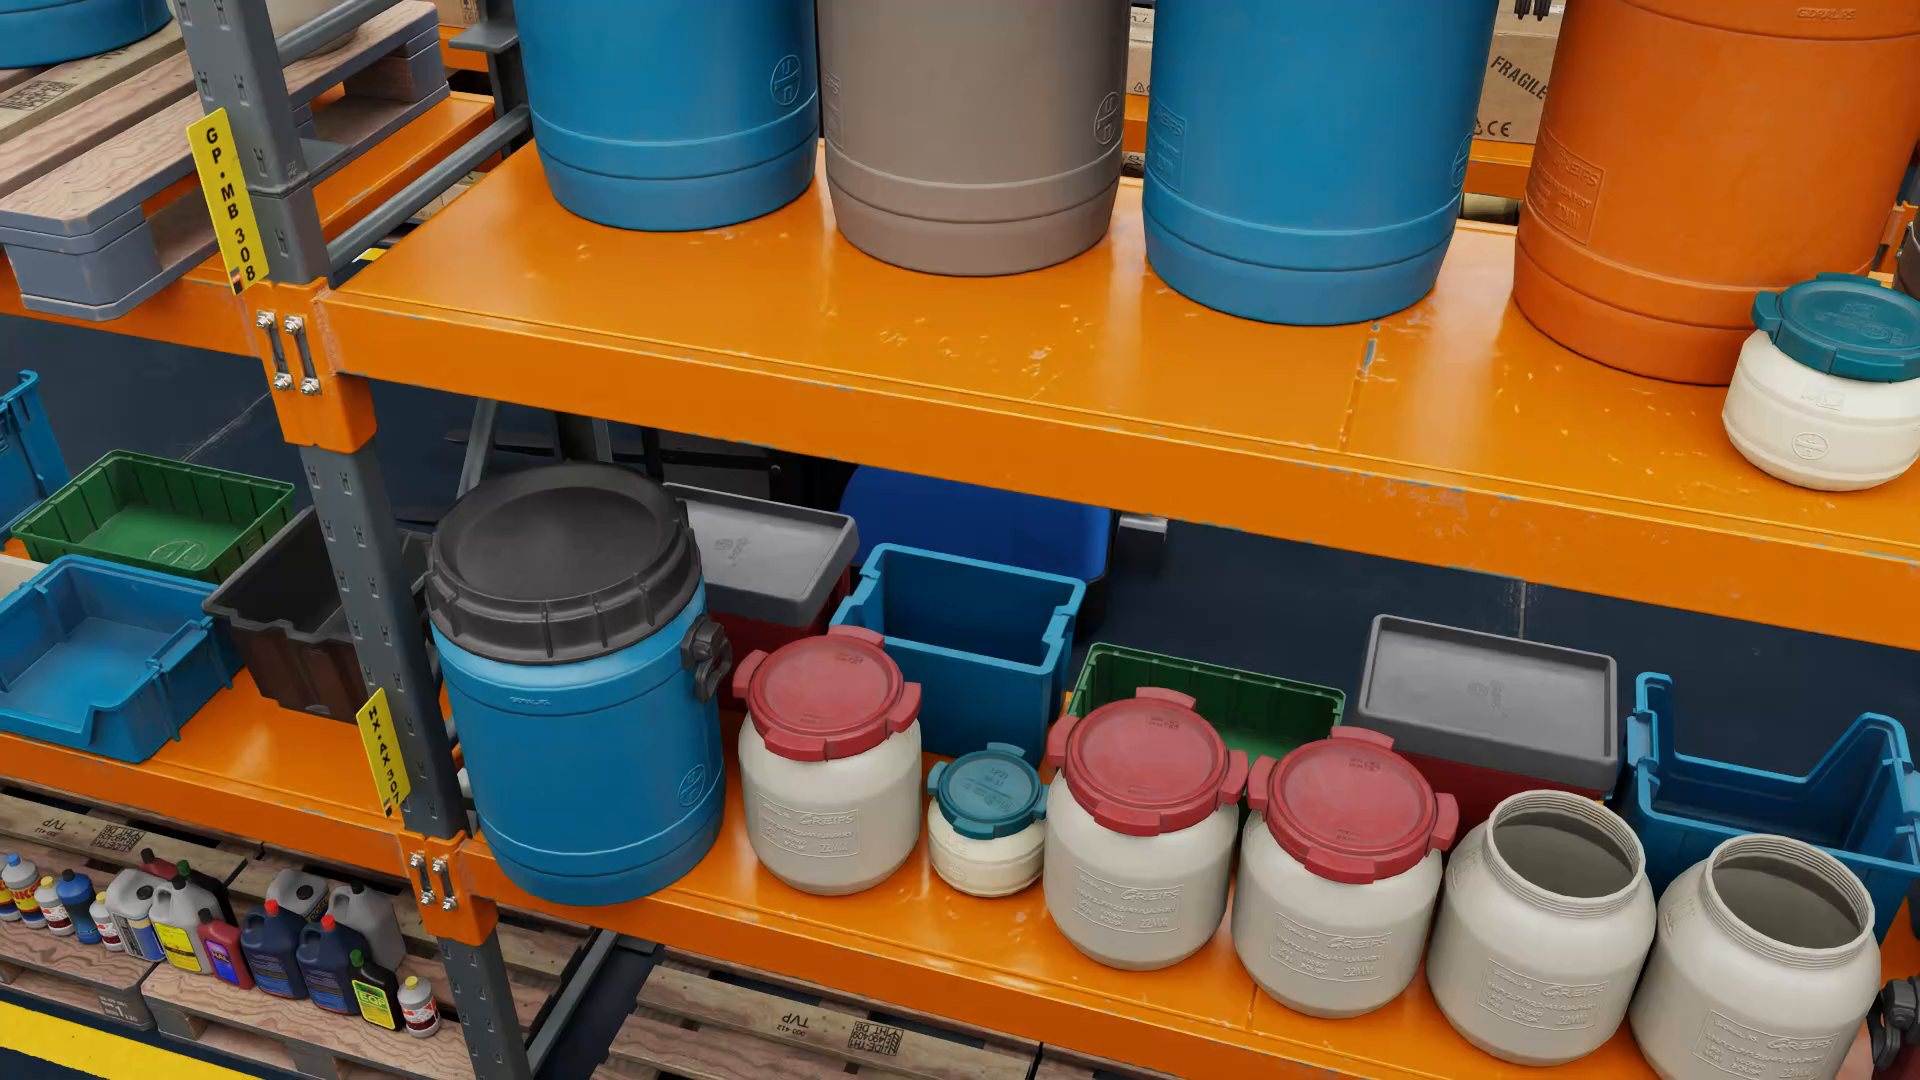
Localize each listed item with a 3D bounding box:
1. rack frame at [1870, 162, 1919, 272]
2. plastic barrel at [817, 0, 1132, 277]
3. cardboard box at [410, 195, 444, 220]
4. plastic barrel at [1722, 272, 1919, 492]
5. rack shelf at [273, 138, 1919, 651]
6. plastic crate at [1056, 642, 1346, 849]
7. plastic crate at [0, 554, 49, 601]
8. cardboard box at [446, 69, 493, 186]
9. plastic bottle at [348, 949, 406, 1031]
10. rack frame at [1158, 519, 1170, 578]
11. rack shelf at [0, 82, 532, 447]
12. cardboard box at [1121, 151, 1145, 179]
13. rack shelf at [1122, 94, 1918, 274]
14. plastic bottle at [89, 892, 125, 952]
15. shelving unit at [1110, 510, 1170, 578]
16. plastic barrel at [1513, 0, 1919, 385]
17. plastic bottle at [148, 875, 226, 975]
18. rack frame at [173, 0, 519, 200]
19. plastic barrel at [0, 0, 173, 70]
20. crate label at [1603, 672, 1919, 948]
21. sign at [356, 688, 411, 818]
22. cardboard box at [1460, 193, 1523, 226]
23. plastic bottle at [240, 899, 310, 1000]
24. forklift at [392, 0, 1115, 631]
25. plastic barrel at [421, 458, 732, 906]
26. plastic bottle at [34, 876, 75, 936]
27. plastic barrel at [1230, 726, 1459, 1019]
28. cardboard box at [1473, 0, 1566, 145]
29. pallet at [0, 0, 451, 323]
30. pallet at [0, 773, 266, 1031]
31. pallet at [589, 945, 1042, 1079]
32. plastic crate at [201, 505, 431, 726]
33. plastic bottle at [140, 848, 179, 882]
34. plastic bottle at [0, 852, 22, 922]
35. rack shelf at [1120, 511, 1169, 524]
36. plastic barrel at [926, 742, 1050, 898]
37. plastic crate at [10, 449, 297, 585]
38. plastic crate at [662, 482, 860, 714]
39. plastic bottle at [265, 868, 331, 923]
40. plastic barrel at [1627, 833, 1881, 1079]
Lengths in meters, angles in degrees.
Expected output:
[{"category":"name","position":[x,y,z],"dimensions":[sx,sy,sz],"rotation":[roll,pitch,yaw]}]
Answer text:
[{"category":"rack frame","position":[4.151,-1.801,7.167],"dimensions":[0.127,3.000,1.000],"rotation":[10,38,14]},{"category":"plastic barrel","position":[0.027,-1.034,3.171],"dimensions":[0.600,0.901,0.600],"rotation":[0,36,0]},{"category":"cardboard box","position":[-3.039,-2.057,9.479],"dimensions":[0.500,0.250,0.500],"rotation":[10,38,14]},{"category":"plastic barrel","position":[1.387,-0.245,2.638],"dimensions":[0.301,0.262,0.301],"rotation":[0,36,0]},{"category":"rack shelf","position":[0.762,-0.271,3.165],"dimensions":[4.000,0.370,1.077],"rotation":[10,38,14]},{"category":"plastic crate","position":[0.599,0.527,4.182],"dimensions":[0.662,0.188,0.450],"rotation":[10,38,14]},{"category":"plastic crate","position":[-2.773,0.256,4.594],"dimensions":[0.437,0.136,0.530],"rotation":[10,38,14]},{"category":"cardboard box","position":[-2.561,-2.271,9.138],"dimensions":[0.500,0.500,0.500],"rotation":[10,38,14]},{"category":"plastic bottle","position":[-1.705,1.312,4.858],"dimensions":[0.133,0.283,0.061],"rotation":[12,38,16]},{"category":"rack frame","position":[0.892,-0.267,6.854],"dimensions":[0.006,0.900,0.240],"rotation":[9,37,6]},{"category":"rack shelf","position":[-3.056,-0.978,4.125],"dimensions":[4.000,0.370,1.077],"rotation":[10,38,14]},{"category":"cardboard box","position":[0.805,-1.887,8.775],"dimensions":[0.500,0.311,0.500],"rotation":[10,38,14]},{"category":"rack shelf","position":[2.242,-1.865,7.861],"dimensions":[4.000,0.370,1.077],"rotation":[10,38,14]},{"category":"plastic bottle","position":[-2.614,1.165,5.126],"dimensions":[0.097,0.201,0.097],"rotation":[0,36,0]},{"category":"shelving unit","position":[0.792,-0.283,6.865],"dimensions":[0.210,0.900,0.258],"rotation":[9,37,6]},{"category":"plastic barrel","position":[1.327,-0.764,2.865],"dimensions":[0.708,0.830,0.600],"rotation":[10,38,14]},{"category":"plastic bottle","position":[-2.339,1.141,5.032],"dimensions":[0.185,0.351,0.144],"rotation":[10,38,14]},{"category":"rack frame","position":[-1.147,-2.123,2.542],"dimensions":[0.127,3.000,1.000],"rotation":[10,38,14]},{"category":"plastic barrel","position":[-2.065,-1.522,3.480],"dimensions":[0.708,0.901,0.600],"rotation":[10,38,14]},{"category":"crate label","position":[1.803,0.658,3.796],"dimensions":[0.616,0.435,0.502],"rotation":[10,38,14]},{"category":"sign","position":[-1.322,0.491,3.818],"dimensions":[0.005,0.325,0.100],"rotation":[10,38,14]},{"category":"cardboard box","position":[2.749,-1.527,8.287],"dimensions":[0.500,0.311,0.500],"rotation":[10,37,13]},{"category":"plastic bottle","position":[-2.031,1.198,4.955],"dimensions":[0.185,0.351,0.144],"rotation":[9,37,12]},{"category":"forklift","position":[-0.863,-1.179,6.379],"dimensions":[3.031,2.935,1.130],"rotation":[4,37,6]},{"category":"plastic barrel","position":[-0.869,0.331,3.847],"dimensions":[0.708,0.901,0.600],"rotation":[10,38,14]},{"category":"plastic bottle","position":[-2.811,1.129,5.175],"dimensions":[0.097,0.201,0.097],"rotation":[0,36,0]},{"category":"plastic barrel","position":[0.814,0.738,3.602],"dimensions":[0.433,0.535,0.433],"rotation":[0,36,0]},{"category":"cardboard box","position":[2.545,-2.129,7.528],"dimensions":[0.500,0.500,0.500],"rotation":[9,37,11]},{"category":"pallet","position":[-1.865,-0.911,3.586],"dimensions":[1.003,0.211,1.213],"rotation":[10,38,14]},{"category":"pallet","position":[-2.944,1.060,5.632],"dimensions":[1.213,0.211,1.003],"rotation":[10,38,14]},{"category":"pallet","position":[-0.386,1.533,4.989],"dimensions":[1.213,0.211,1.003],"rotation":[10,38,14]},{"category":"plastic crate","position":[-1.609,0.154,4.563],"dimensions":[0.504,0.338,0.767],"rotation":[10,38,14]},{"category":"plastic bottle","position":[-2.462,1.077,5.176],"dimensions":[0.133,0.283,0.061],"rotation":[10,38,14]},{"category":"plastic bottle","position":[-3.001,1.065,5.202],"dimensions":[0.097,0.271,0.097],"rotation":[0,36,0]},{"category":"rack shelf","position":[0.784,-0.185,6.939],"dimensions":[0.200,0.077,0.258],"rotation":[9,37,6]},{"category":"plastic barrel","position":[0.070,0.670,3.926],"dimensions":[0.301,0.262,0.301],"rotation":[0,36,0]},{"category":"plastic crate","position":[-2.359,-0.021,4.927],"dimensions":[0.662,0.188,0.450],"rotation":[10,38,14]},{"category":"plastic crate","position":[-0.594,0.180,4.421],"dimensions":[0.583,0.464,0.402],"rotation":[10,38,14]},{"category":"plastic bottle","position":[-2.011,1.140,5.097],"dimensions":[0.135,0.276,0.152],"rotation":[10,38,14]},{"category":"plastic barrel","position":[1.625,0.894,3.410],"dimensions":[0.421,0.512,0.421],"rotation":[0,36,0]}]
